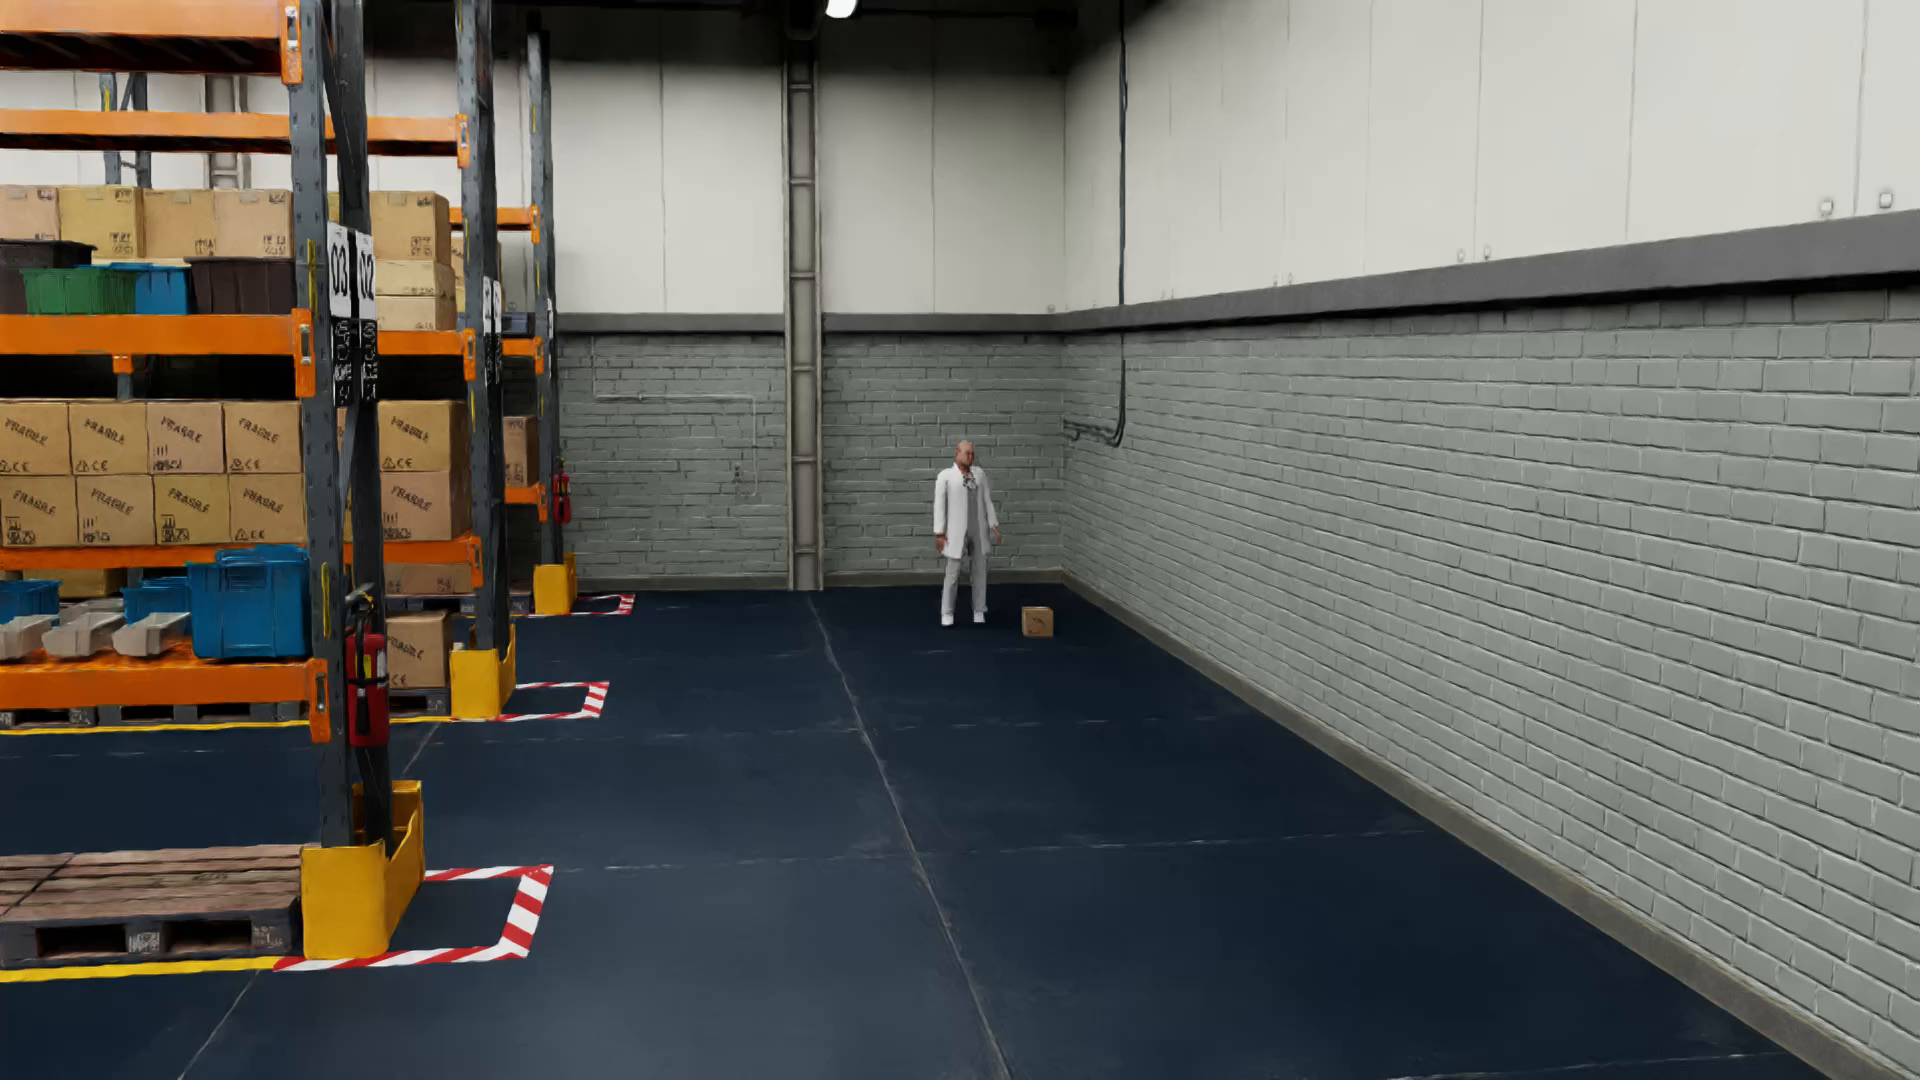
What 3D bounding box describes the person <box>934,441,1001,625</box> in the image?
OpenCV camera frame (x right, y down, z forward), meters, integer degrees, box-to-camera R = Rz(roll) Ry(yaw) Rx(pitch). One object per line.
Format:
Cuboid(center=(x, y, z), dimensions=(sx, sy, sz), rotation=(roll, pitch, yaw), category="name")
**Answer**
Cuboid(center=(0.071, -0.073, 16.203), dimensions=(0.647, 1.787, 0.432), rotation=(-3, 7, -26), category="person")
